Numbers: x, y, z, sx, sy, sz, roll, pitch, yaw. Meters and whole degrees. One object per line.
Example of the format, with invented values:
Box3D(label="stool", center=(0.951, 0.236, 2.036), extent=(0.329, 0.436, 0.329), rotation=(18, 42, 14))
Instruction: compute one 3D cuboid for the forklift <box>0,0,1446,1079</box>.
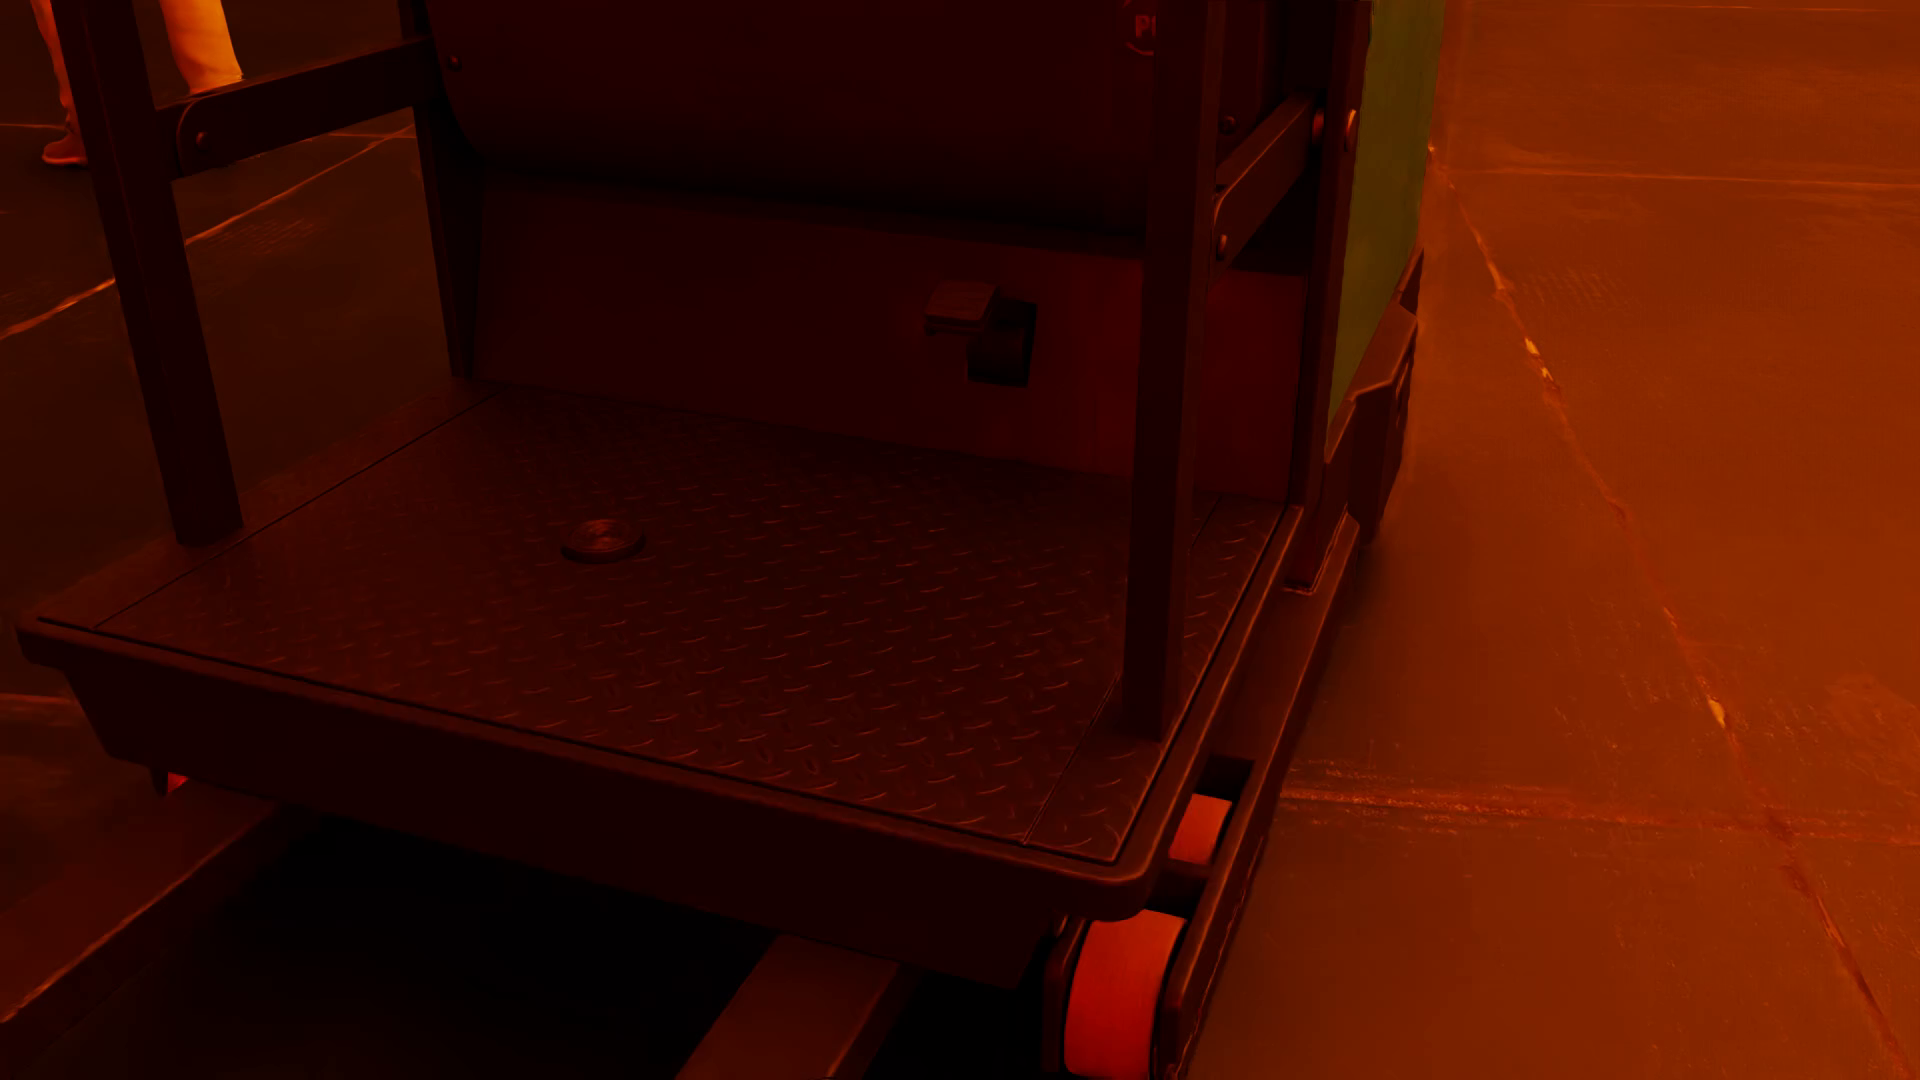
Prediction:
Box3D(label="forklift", center=(-0.211, -1.026, 1.273), extent=(1.130, 2.935, 3.031), rotation=(10, 28, 19))

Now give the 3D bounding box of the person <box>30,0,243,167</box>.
Box3D(label="person", center=(-2.221, -1.846, 4.264), extent=(0.600, 1.762, 0.478), rotation=(-22, 34, -36))
